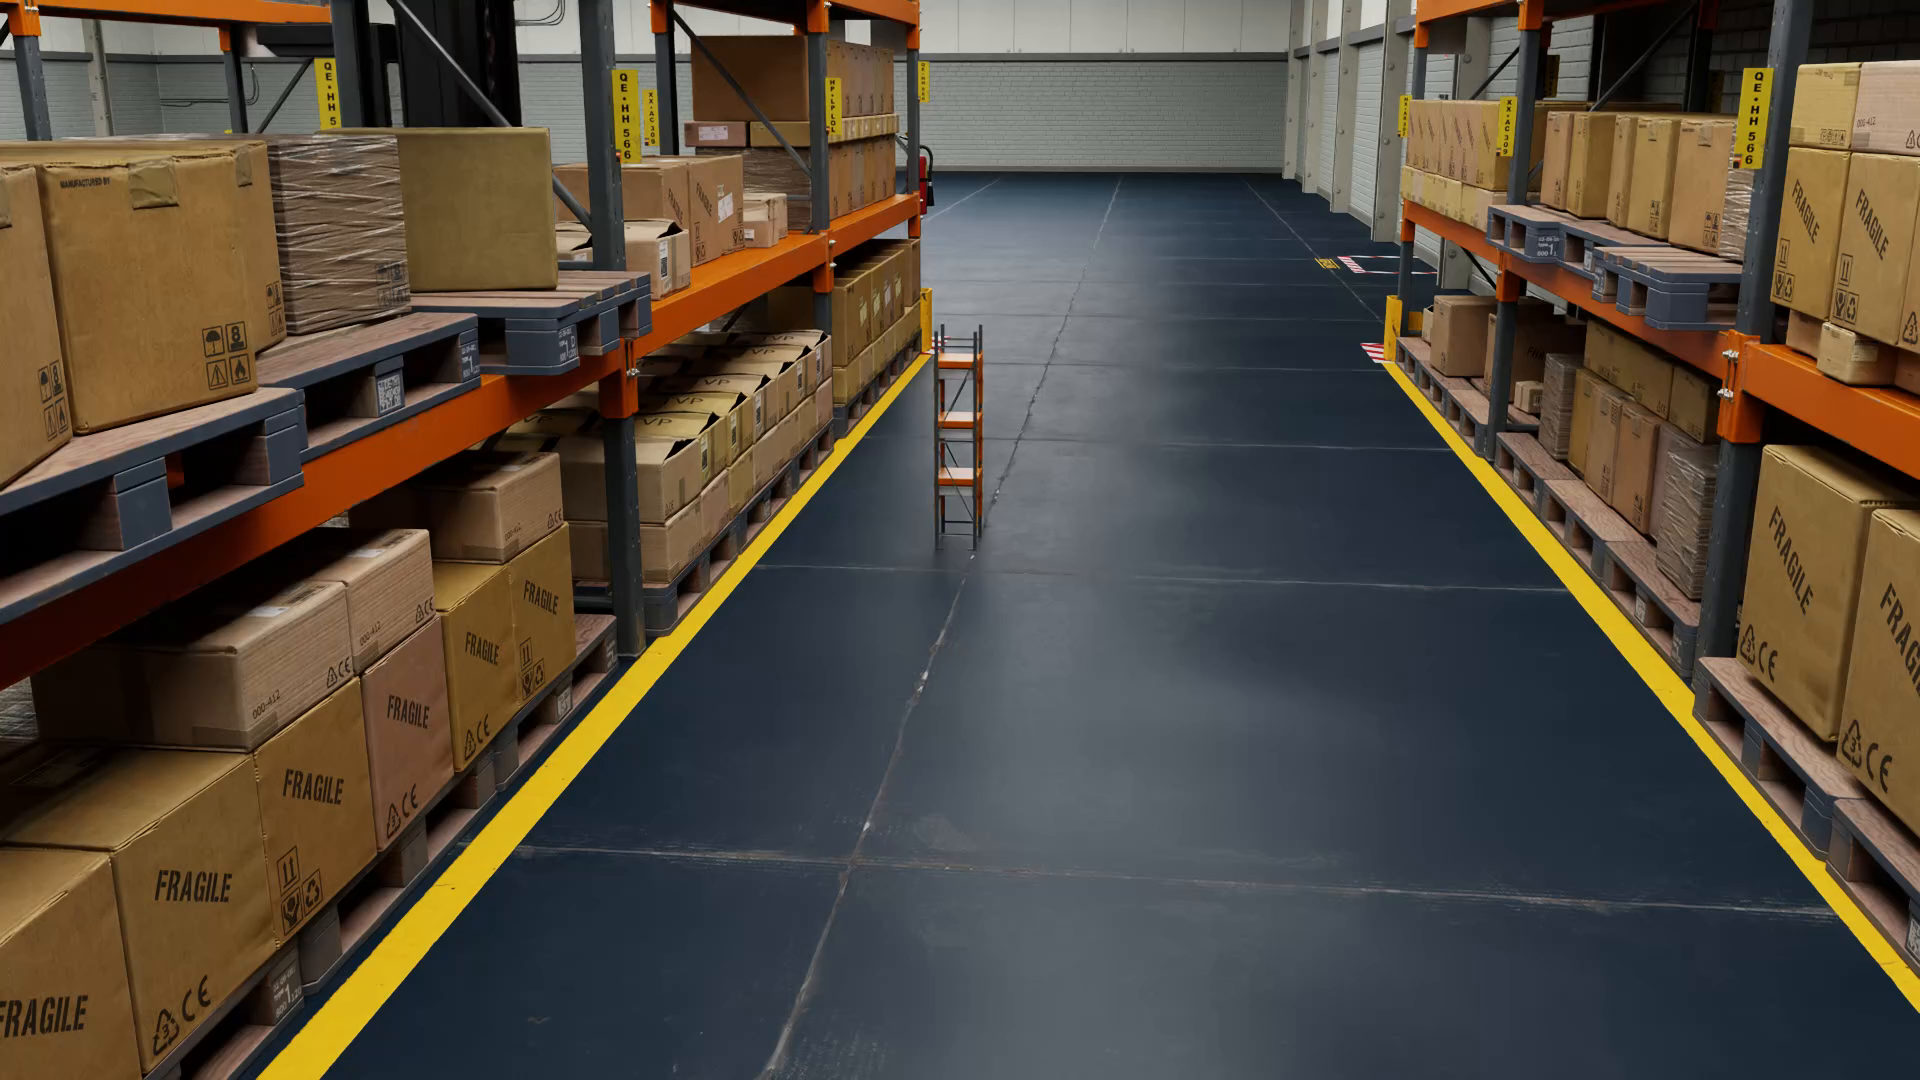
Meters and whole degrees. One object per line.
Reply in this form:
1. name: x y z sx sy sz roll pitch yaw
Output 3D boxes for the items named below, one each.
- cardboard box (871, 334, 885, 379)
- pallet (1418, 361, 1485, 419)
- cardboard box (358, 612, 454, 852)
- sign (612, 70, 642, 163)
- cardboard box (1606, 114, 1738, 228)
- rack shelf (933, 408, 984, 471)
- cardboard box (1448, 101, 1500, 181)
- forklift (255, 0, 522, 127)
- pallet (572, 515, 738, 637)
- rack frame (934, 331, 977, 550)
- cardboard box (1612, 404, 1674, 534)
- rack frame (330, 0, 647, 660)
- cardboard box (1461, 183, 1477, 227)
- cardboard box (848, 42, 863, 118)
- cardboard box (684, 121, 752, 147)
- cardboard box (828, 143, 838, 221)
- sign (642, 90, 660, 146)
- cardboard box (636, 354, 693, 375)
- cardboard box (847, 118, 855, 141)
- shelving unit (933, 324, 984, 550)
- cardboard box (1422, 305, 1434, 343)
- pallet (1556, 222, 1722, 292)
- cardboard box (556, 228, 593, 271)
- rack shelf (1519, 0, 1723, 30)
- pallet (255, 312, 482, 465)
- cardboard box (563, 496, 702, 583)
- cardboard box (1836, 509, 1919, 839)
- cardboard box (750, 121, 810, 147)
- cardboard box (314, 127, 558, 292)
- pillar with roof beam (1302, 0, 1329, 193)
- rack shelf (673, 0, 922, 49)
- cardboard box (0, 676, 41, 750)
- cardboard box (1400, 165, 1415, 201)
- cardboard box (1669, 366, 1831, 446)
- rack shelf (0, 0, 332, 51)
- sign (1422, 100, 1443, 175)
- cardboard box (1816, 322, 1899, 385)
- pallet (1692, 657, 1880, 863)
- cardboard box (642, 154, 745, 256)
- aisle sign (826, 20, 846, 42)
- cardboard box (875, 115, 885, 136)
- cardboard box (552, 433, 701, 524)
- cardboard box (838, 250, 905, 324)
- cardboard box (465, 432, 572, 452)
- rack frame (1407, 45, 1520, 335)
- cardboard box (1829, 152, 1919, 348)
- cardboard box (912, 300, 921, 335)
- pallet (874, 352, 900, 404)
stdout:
1. cardboard box: -0.812 -1.296 11.672 0.500 0.250 0.500 2 15 6
2. pallet: 3.810 -1.052 11.647 1.003 0.211 1.213 2 15 6
3. cardboard box: -1.724 0.502 4.507 0.500 0.500 0.500 1 15 4
4. sign: -1.199 -1.520 5.970 0.100 0.325 0.005 2 15 6
5. cardboard box: 3.429 -1.718 7.736 0.700 0.500 0.500 4 16 14
6. rack shelf: -0.006 -0.483 7.976 0.215 0.259 0.240 2 15 6
7. cardboard box: 3.498 -2.596 10.829 0.500 0.500 0.500 1 15 5
8. forklift: -3.481 -2.058 10.159 3.031 2.935 1.130 3 15 10
9. pallet: -1.608 0.121 7.310 1.003 0.211 1.213 2 15 6
10. rack frame: -0.020 -0.461 7.857 0.200 1.050 0.008 2 15 6
11. cardboard box: 3.414 -0.322 7.551 0.700 0.500 0.500 2 15 6
12. rack frame: -1.740 -1.013 6.161 1.000 3.000 0.127 2 15 6
13. cardboard box: 3.451 -2.103 10.443 0.500 0.250 0.500 2 15 7
14. cardboard box: -1.075 -3.231 11.686 0.700 0.500 0.500 2 15 6
15. cardboard box: -1.471 -2.488 10.184 0.380 0.149 0.250 2 15 6
16. cardboard box: -1.191 -2.351 10.917 0.700 0.500 0.500 2 15 6
17. sign: -1.840 -2.522 9.933 0.100 0.325 0.005 2 15 6
18. cardboard box: -1.701 -0.833 8.883 0.500 0.311 0.500 1 15 4
19. cardboard box: -0.924 -2.810 11.373 0.380 0.149 0.250 1 15 5
20. shelving unit: -0.006 -0.493 7.974 0.215 1.050 0.252 2 15 6
21. cardboard box: 3.918 -1.680 12.938 0.500 0.311 0.500 0 15 0
22. pallet: 3.365 -1.290 7.553 1.003 0.211 1.213 2 15 6
23. cardboard box: -1.655 -1.063 6.517 0.500 0.311 0.500 3 15 10
24. rack shelf: 3.408 -2.487 7.246 1.077 0.370 4.000 2 15 6
25. pallet: -1.955 -0.416 4.320 1.003 0.211 1.213 2 15 6
26. cardboard box: -1.389 -0.015 6.935 0.500 0.250 0.500 2 15 6
27. cardboard box: 2.864 0.381 4.320 0.750 0.750 0.750 2 15 6
28. cardboard box: -1.066 -2.476 10.137 0.380 0.149 0.250 2 15 6
29. cardboard box: -1.699 -1.097 5.477 0.700 0.500 0.500 -3 16 -13
30. pillar with roof beam: 3.297 -11.983 35.238 9.100 9.000 0.400 2 15 6
31. rack shelf: -1.063 -3.670 11.618 1.077 0.370 4.000 2 15 6
32. cardboard box: -2.299 0.625 4.052 0.500 0.500 0.500 2 15 7
33. cardboard box: 3.715 -2.763 12.882 0.500 0.250 0.500 1 15 5
34. cardboard box: 3.339 -0.570 7.032 0.500 0.250 0.500 2 15 7
35. rack shelf: -5.984 -3.817 12.161 1.077 0.370 4.000 2 15 6
36. sign: 3.603 -2.865 11.824 0.516 0.500 0.516 2 15 6
37. cardboard box: 2.764 -0.546 4.878 0.380 0.149 0.250 2 15 8
38. pallet: 3.019 0.681 5.241 1.003 0.211 1.213 2 15 6
39. cardboard box: -1.451 -1.763 8.744 0.500 0.500 0.500 3 15 10
40. aisle sign: -1.134 -4.369 13.591 0.394 0.787 0.004 2 15 6
41. cardboard box: -0.778 -3.145 12.612 0.380 0.149 0.250 2 15 7
42. cardboard box: -1.389 -0.286 6.862 0.500 0.311 0.500 2 15 8
43. cardboard box: -0.700 -1.917 12.533 0.500 0.500 0.500 2 15 6
44. cardboard box: -1.925 -0.302 6.921 0.500 0.311 0.500 2 15 8
45. rack frame: 4.082 -2.943 13.299 0.949 2.616 0.053 2 15 6
46. cardboard box: 2.805 -0.815 4.631 0.500 0.500 0.500 2 15 8
47. cardboard box: -0.604 -1.815 13.592 0.500 0.250 0.500 2 15 6
48. pallet: -1.022 -1.227 12.293 1.003 0.211 1.213 2 15 6
